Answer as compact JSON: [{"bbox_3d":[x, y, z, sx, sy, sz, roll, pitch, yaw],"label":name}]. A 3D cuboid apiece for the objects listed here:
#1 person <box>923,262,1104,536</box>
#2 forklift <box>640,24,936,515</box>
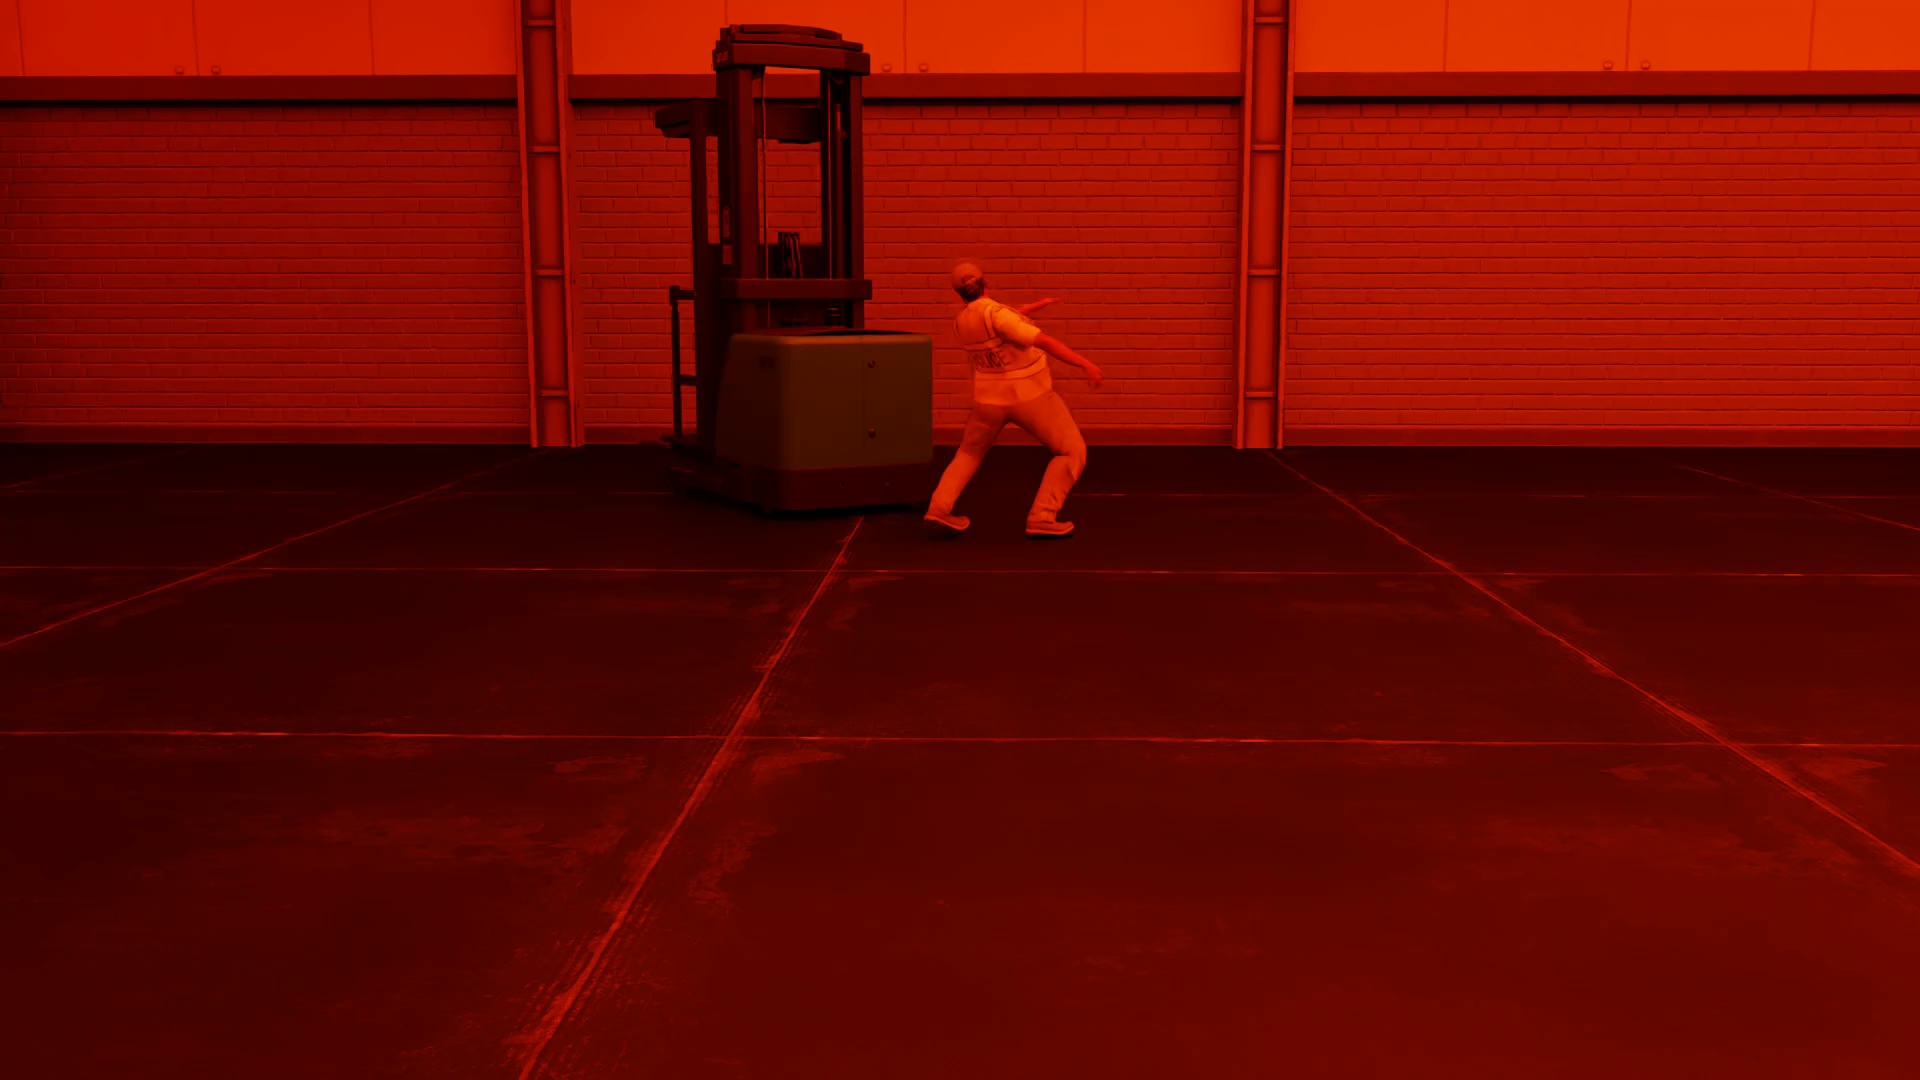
[{"bbox_3d":[0.364,-0.763,9.045,0.888,1.473,0.782,6,10,32],"label":"person"},{"bbox_3d":[-1.319,-1.779,10.947,1.130,2.935,3.031,-5,10,-30],"label":"forklift"}]
